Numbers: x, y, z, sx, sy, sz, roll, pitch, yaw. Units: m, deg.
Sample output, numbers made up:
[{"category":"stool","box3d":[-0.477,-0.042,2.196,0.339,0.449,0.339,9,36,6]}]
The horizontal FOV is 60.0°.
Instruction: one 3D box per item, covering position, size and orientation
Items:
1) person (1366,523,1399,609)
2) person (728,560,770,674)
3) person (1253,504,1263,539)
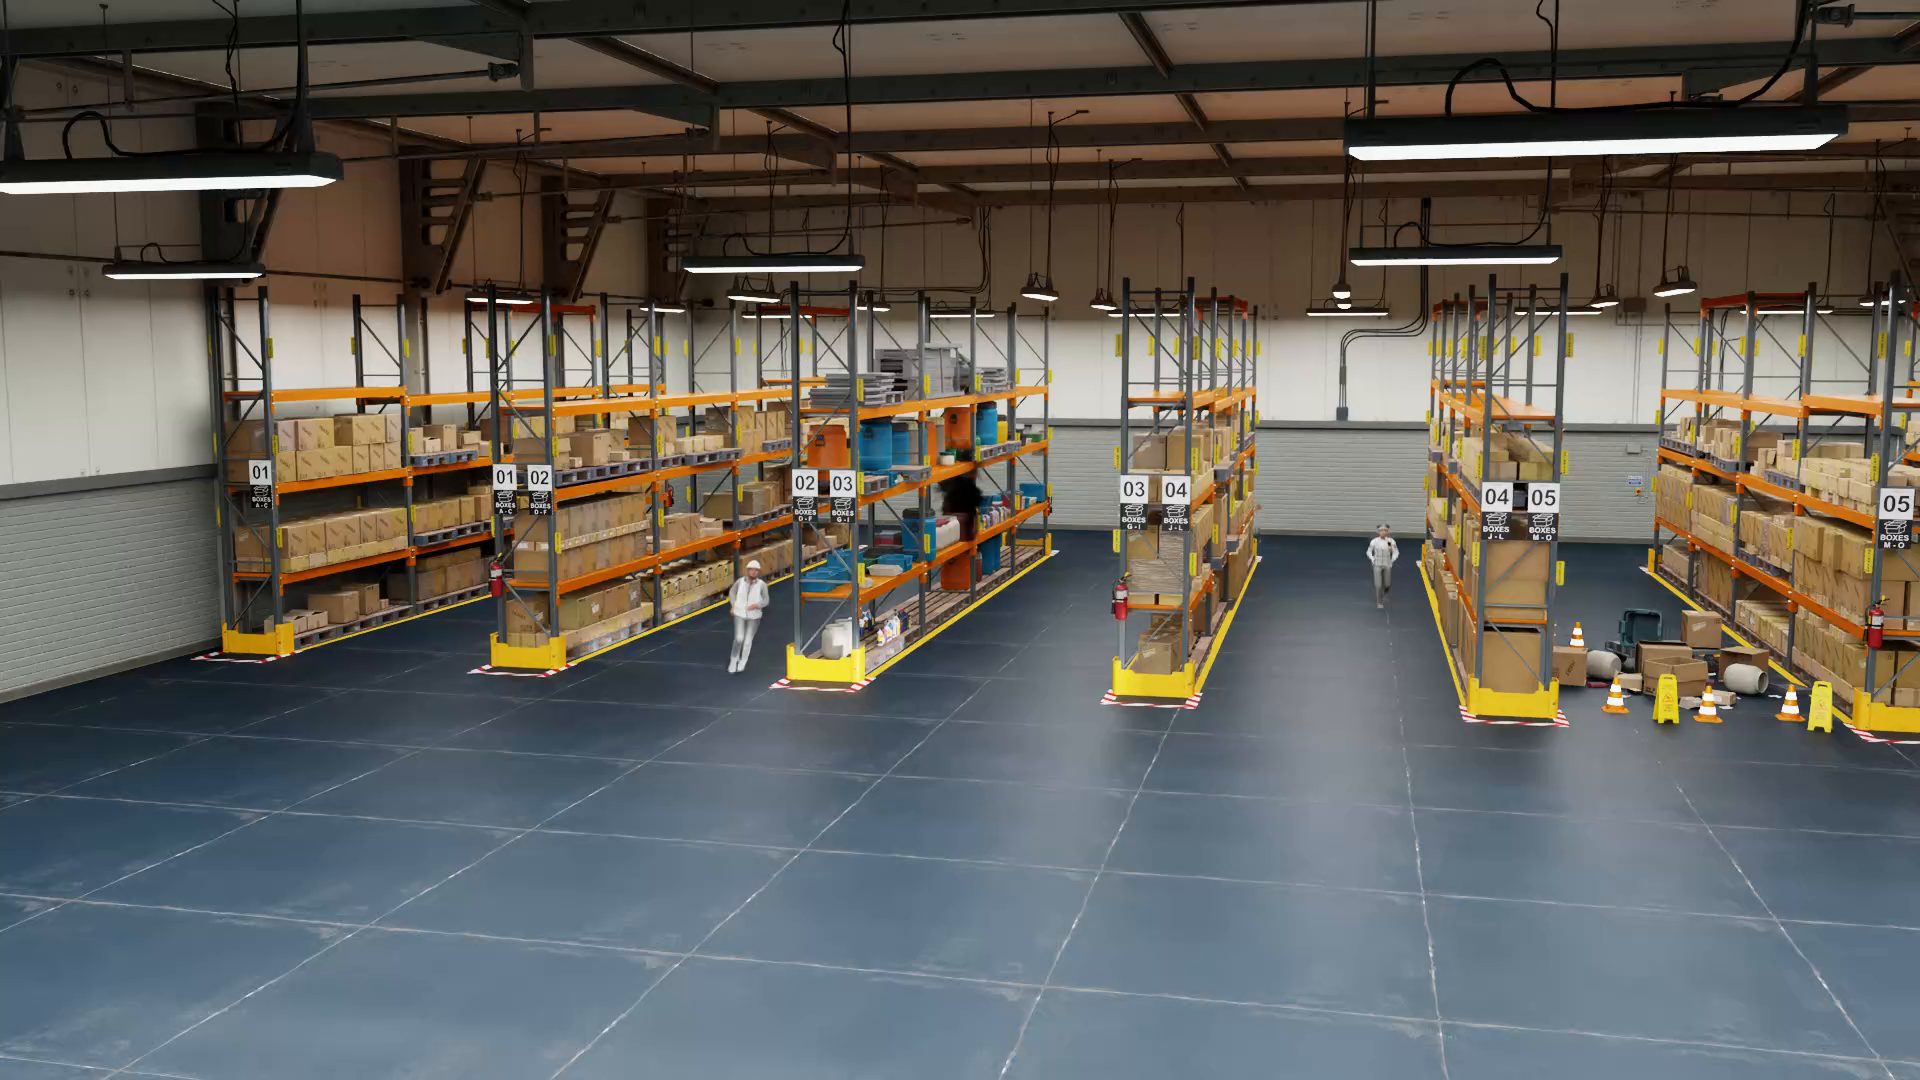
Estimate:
[{"category":"person","box3d":[8.153,0.499,32.100,0.612,1.648,0.534,2,7,13]},{"category":"person","box3d":[-3.282,1.189,25.774,0.657,1.763,0.664,-1,7,-8]},{"category":"person","box3d":[6.998,-0.514,40.596,0.724,1.776,0.713,2,7,21]}]
